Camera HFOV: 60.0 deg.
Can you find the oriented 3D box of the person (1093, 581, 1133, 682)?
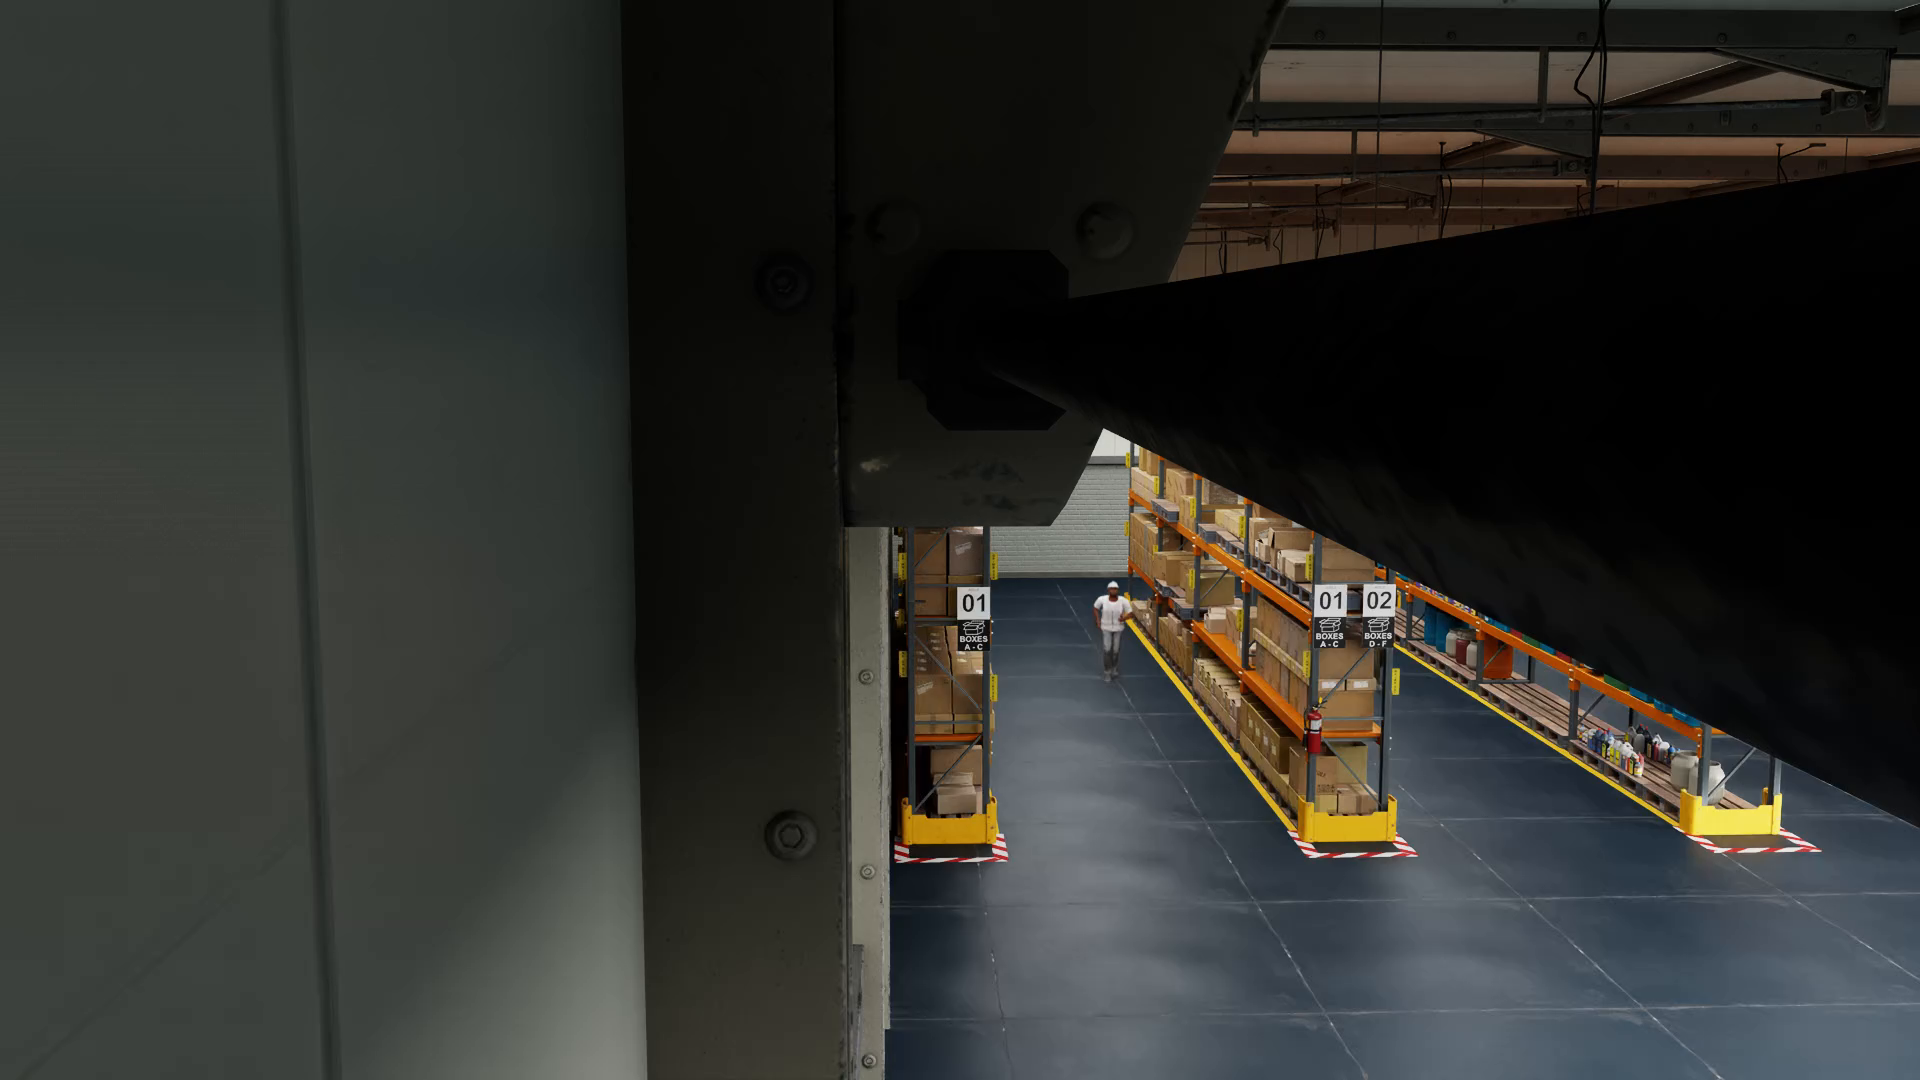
[{"bbox_3d":[2.752,1.654,29.905,0.695,1.850,0.687,0,7,2],"label":"person"}]

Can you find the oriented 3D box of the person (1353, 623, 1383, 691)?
[{"bbox_3d":[7.264,1.741,29.157,0.715,1.735,0.826,-1,7,-11],"label":"person"}]
